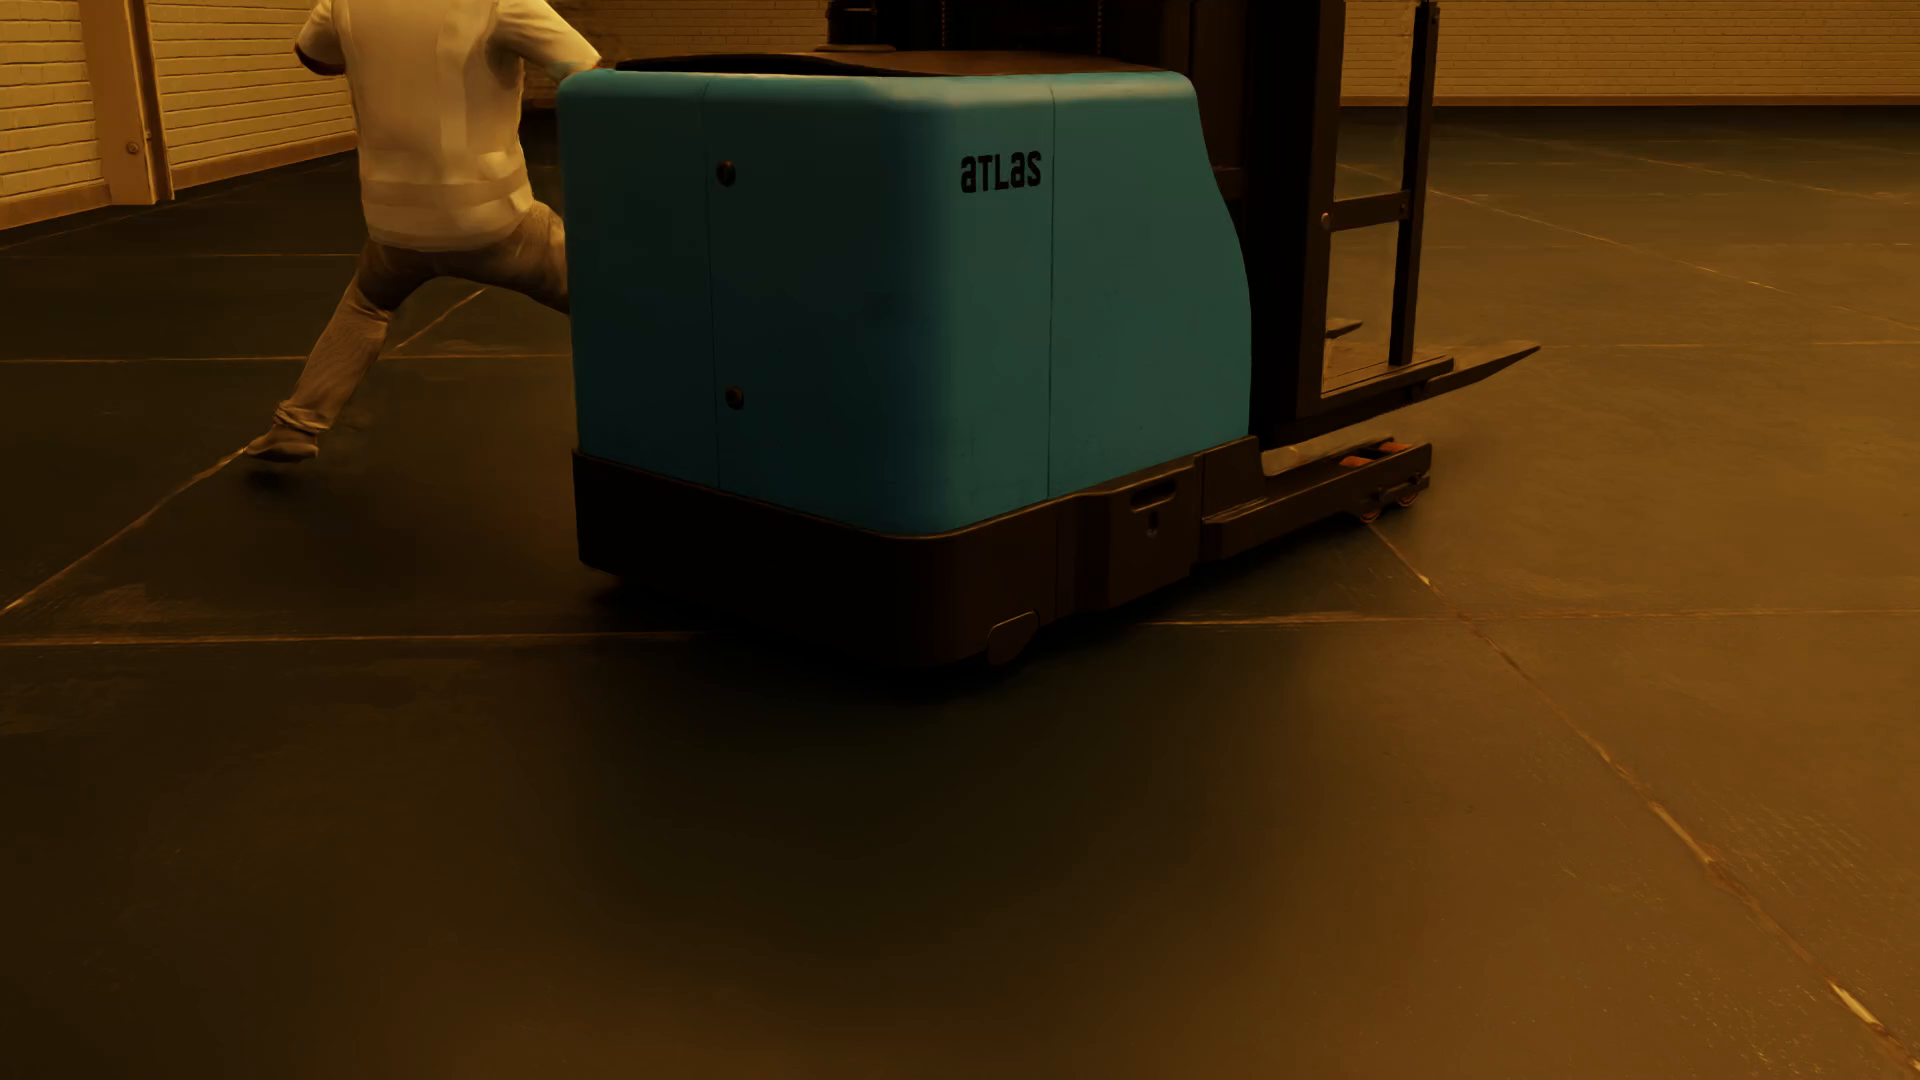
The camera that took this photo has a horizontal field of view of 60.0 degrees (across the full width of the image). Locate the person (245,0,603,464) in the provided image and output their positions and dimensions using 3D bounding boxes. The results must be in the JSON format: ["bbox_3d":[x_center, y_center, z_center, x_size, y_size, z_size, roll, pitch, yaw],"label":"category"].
[{"bbox_3d":[-1.249,-0.917,4.284,1.281,1.543,0.723,6,18,18],"label":"person"}]

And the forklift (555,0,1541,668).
[{"bbox_3d":[0.541,-1.527,3.900,1.130,2.935,3.031,15,22,39],"label":"forklift"}]
